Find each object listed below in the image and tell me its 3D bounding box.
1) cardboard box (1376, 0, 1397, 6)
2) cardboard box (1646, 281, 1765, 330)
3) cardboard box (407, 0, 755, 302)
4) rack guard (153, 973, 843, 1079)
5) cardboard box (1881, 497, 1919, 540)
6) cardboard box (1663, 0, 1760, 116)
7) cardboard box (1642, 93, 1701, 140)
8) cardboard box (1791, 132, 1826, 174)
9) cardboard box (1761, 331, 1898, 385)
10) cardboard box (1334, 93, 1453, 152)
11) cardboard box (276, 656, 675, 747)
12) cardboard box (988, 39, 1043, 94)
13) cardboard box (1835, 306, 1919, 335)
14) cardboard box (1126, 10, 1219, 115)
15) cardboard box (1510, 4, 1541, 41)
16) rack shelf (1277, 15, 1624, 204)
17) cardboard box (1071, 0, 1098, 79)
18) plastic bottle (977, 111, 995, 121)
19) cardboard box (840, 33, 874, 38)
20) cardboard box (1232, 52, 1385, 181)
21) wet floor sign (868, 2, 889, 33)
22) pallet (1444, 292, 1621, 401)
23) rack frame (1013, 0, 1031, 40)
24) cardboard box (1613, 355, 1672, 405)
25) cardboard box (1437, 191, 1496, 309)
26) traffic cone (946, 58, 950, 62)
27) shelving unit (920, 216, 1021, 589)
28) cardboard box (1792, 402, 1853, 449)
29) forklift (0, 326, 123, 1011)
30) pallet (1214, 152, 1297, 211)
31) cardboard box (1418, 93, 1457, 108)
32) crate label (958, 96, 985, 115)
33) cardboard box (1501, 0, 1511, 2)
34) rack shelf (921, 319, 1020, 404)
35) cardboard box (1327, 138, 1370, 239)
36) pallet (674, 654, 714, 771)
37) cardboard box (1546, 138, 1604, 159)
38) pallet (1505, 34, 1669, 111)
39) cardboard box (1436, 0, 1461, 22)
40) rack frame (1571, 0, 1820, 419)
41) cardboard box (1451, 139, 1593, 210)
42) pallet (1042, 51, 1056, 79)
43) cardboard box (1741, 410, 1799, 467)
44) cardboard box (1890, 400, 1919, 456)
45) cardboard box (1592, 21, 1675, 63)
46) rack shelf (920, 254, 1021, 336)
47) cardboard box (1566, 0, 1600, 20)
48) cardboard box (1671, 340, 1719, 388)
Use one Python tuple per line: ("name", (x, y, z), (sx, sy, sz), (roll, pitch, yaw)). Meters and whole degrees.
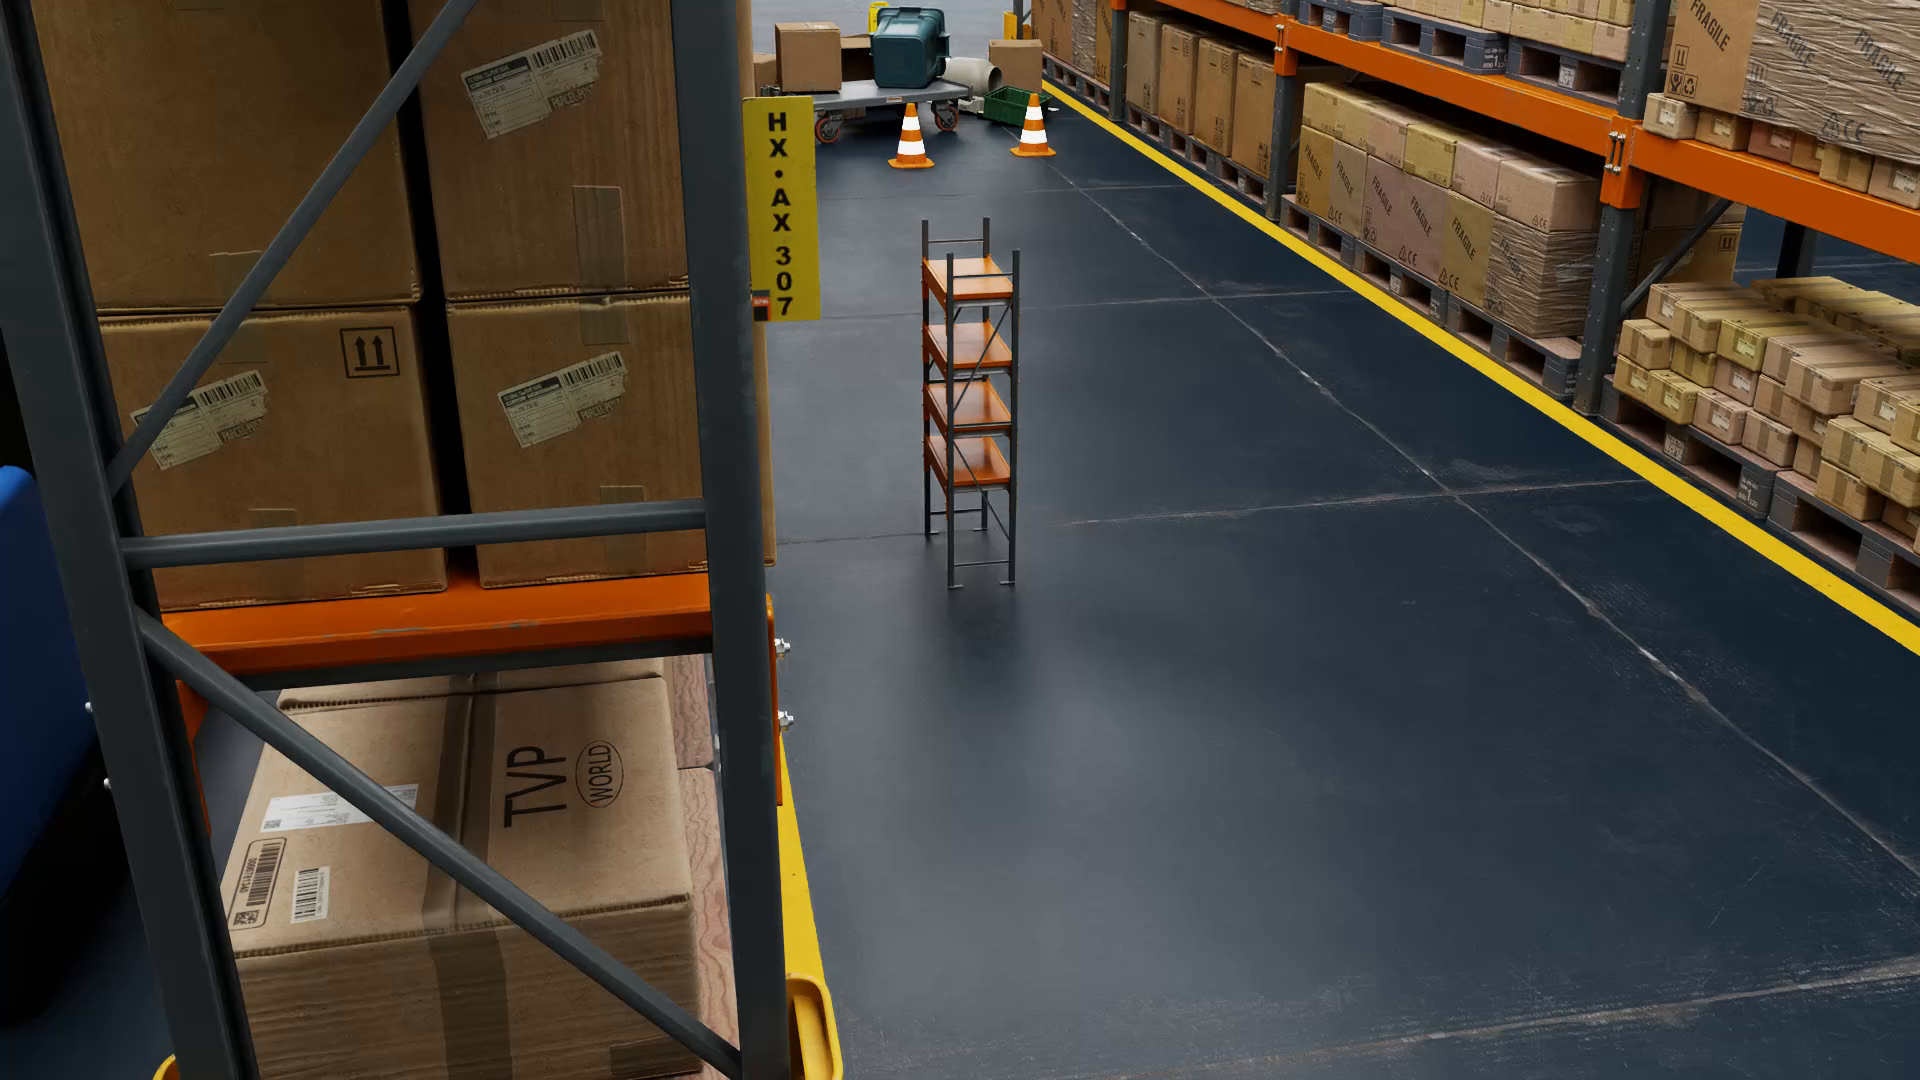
("cardboard box", (2.598, -3.126, 9.448), (0.380, 0.149, 0.250), (-3, 24, -7))
("cardboard box", (3.163, -0.991, 7.066), (0.380, 0.149, 0.250), (-3, 24, -8))
("cardboard box", (-0.613, -0.718, 2.772), (0.500, 0.500, 0.500), (-5, 24, -11))
("rack guard", (-0.799, 1.151, 2.990), (1.175, 0.500, 0.348), (-4, 24, -10))
("cardboard box", (3.458, -0.097, 5.763), (0.380, 0.149, 0.250), (-4, 24, -8))
("cardboard box", (3.146, -1.952, 6.475), (0.500, 0.500, 0.500), (-5, 24, -11))
("cardboard box", (3.033, -1.733, 6.783), (0.380, 0.149, 0.250), (-3, 24, -8))
("cardboard box", (3.299, -1.428, 6.086), (0.380, 0.149, 0.250), (-5, 24, -12))
("cardboard box", (3.321, -0.682, 6.357), (0.380, 0.149, 0.250), (-5, 24, -11))
("cardboard box", (2.546, -2.459, 9.794), (0.500, 0.250, 0.500), (-5, 24, -10))
("cardboard box", (-1.202, 0.366, 4.340), (0.875, 0.438, 0.875), (-4, 24, -8))
("cardboard box", (0.528, -4.520, 15.972), (0.500, 0.500, 0.500), (0, 24, -1))
("cardboard box", (3.763, -0.826, 6.688), (0.380, 0.149, 0.250), (-5, 24, -10))
("cardboard box", (2.026, -4.054, 14.071), (1.050, 0.750, 0.750), (-4, 24, -10))
("cardboard box", (2.896, -2.501, 8.018), (0.380, 0.149, 0.250), (-6, 24, -12))
("rack shelf", (2.933, -2.440, 8.989), (1.077, 0.370, 4.000), (-4, 24, -10))
("cardboard box", (1.605, -4.956, 15.979), (0.875, 0.875, 0.875), (-4, 24, -9))
("plastic bottle", (0.289, -3.781, 14.830), (0.133, 0.061, 0.283), (-19, 30, -37))
("cardboard box", (-0.950, -4.650, 16.268), (0.637, 0.503, 0.797), (18, 29, 36))
("cardboard box", (2.539, -2.964, 11.576), (1.050, 0.750, 0.750), (-5, 24, -10))
("wet floor sign", (-0.868, -5.489, 18.013), (0.267, 0.644, 0.232), (-9, 25, -19))
("pallet", (3.157, -1.012, 8.303), (1.003, 0.211, 1.213), (-4, 24, -10))
("rack frame", (1.084, -6.704, 17.851), (1.000, 3.000, 0.127), (-4, 24, -10))
("cardboard box", (3.054, -0.702, 7.148), (0.380, 0.149, 0.250), (-5, 24, -12))
("cardboard box", (2.824, -1.505, 8.546), (0.500, 0.500, 0.500), (-5, 24, -11))
("traffic cone", (-0.214, -5.227, 17.640), (0.336, 0.463, 0.334), (-4, 24, -10))
("shelving unit", (0.031, -0.485, 5.861), (0.258, 1.200, 0.503), (-4, 24, -10))
("cardboard box", (3.345, -0.437, 6.169), (0.380, 0.149, 0.250), (-3, 24, -7))
("forklift", (-2.864, -0.787, 4.390), (1.130, 2.935, 3.031), (-4, 24, -10))
("pallet", (2.491, -2.595, 11.927), (1.003, 0.211, 1.213), (-4, 24, -10))
("cardboard box", (3.051, -2.500, 9.888), (0.500, 0.250, 0.500), (-4, 24, -9))
("crate label", (0.125, -3.963, 15.152), (0.250, 0.136, 0.298), (18, 29, 36))
("cardboard box", (2.840, -2.750, 8.216), (0.380, 0.149, 0.250), (-6, 24, -12))
("rack shelf", (0.031, -0.628, 5.798), (0.258, 0.148, 0.480), (-4, 24, -10))
("cardboard box", (2.539, -2.109, 9.930), (0.500, 0.500, 0.500), (-4, 24, -9))
("pallet", (-1.251, 0.486, 4.873), (1.003, 0.211, 1.213), (-4, 24, -10))
("cardboard box", (3.325, -1.894, 8.499), (0.500, 0.250, 0.500), (-4, 24, -8))
("pallet", (3.304, -2.207, 7.795), (1.003, 0.211, 1.213), (-4, 24, -10))
("cardboard box", (2.741, -2.819, 8.747), (0.380, 0.149, 0.250), (-5, 24, -11))
("rack frame", (3.303, -1.983, 7.044), (1.000, 3.000, 0.127), (-4, 24, -10))
("cardboard box", (2.834, -1.851, 8.403), (0.500, 0.250, 0.500), (-3, 24, -7))
("pallet", (1.308, -5.117, 17.702), (1.003, 0.211, 1.213), (-4, 24, -10))
("cardboard box", (3.296, -0.408, 6.473), (0.380, 0.149, 0.250), (-5, 24, -11))
("cardboard box", (3.426, -0.375, 5.654), (0.380, 0.149, 0.250), (-4, 24, -9))
("cardboard box", (3.035, -2.202, 7.334), (0.380, 0.149, 0.250), (-5, 24, -11))
("rack shelf", (0.031, -0.845, 5.703), (0.258, 0.148, 0.480), (-4, 24, -10))
("cardboard box", (2.985, -2.443, 7.512), (0.380, 0.149, 0.250), (-4, 24, -9))
("cardboard box", (3.190, -0.747, 6.877), (0.380, 0.149, 0.250), (-4, 24, -9))
